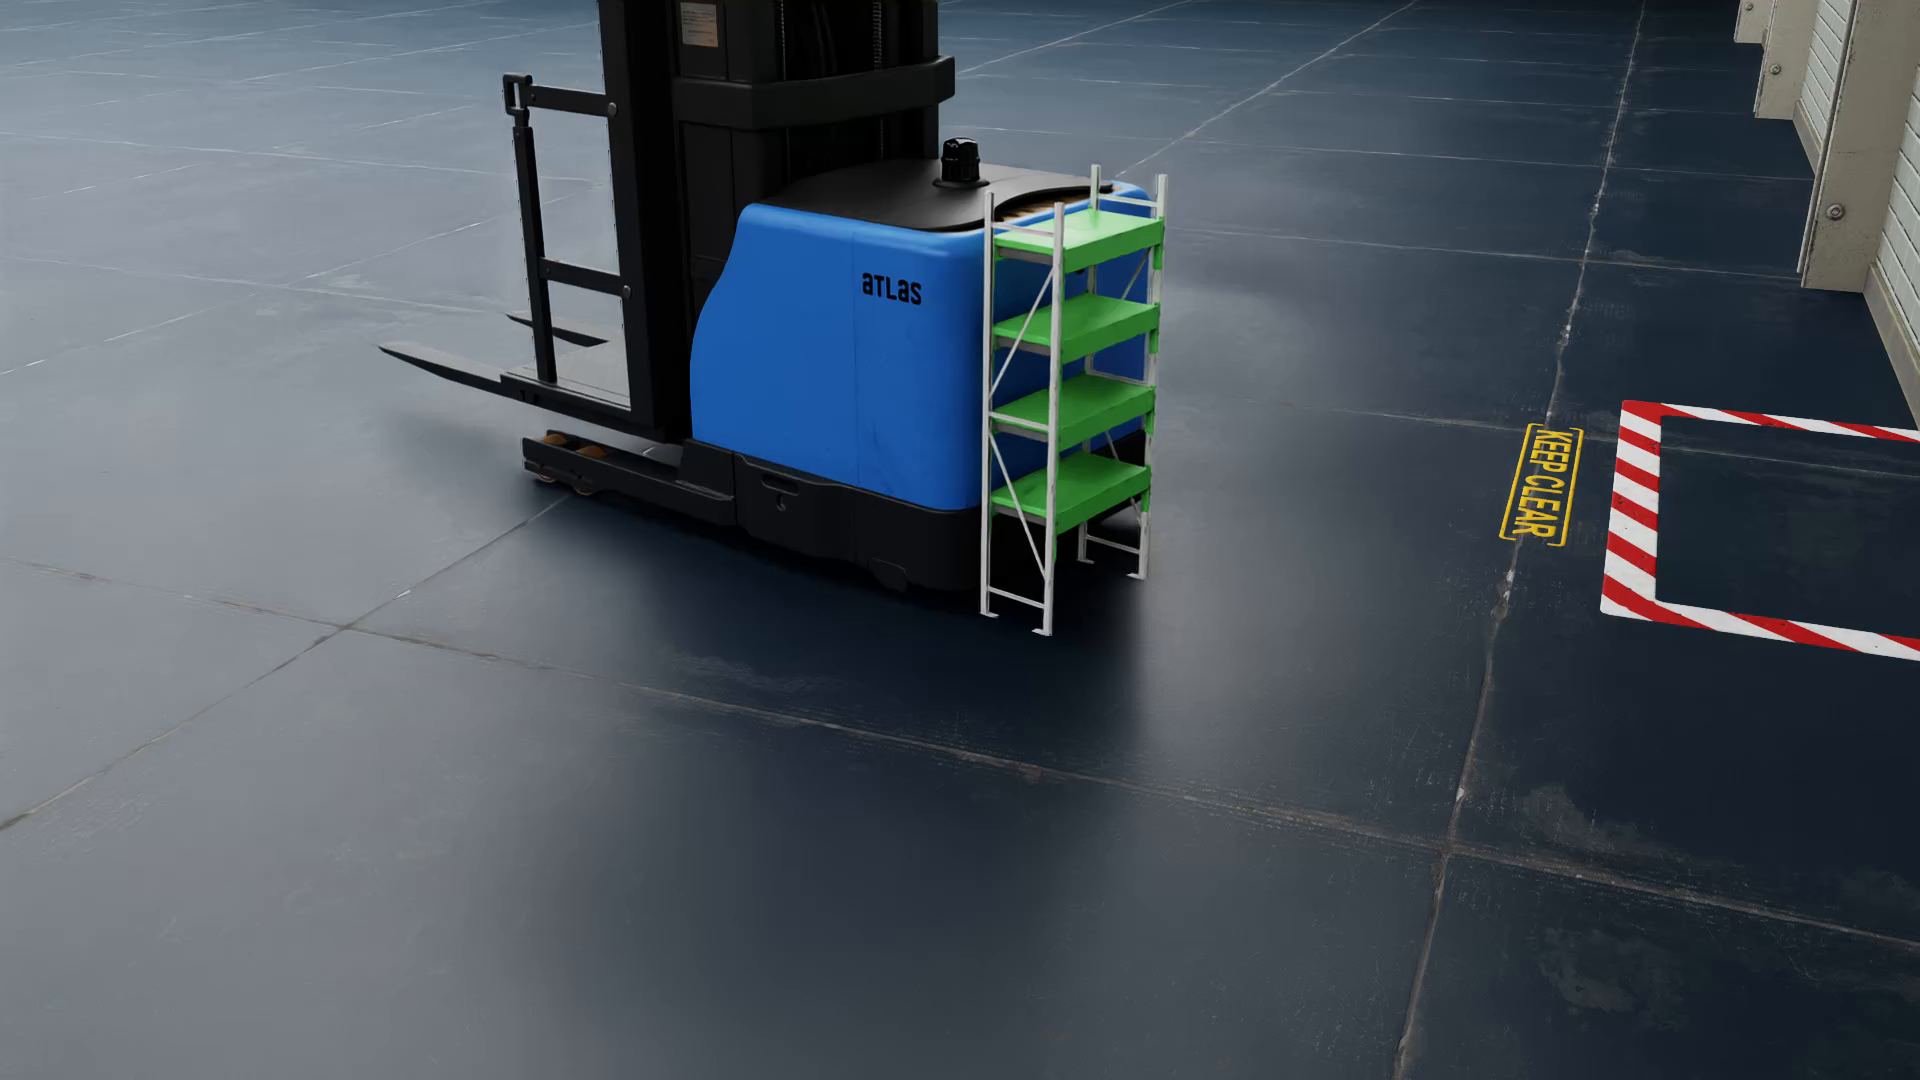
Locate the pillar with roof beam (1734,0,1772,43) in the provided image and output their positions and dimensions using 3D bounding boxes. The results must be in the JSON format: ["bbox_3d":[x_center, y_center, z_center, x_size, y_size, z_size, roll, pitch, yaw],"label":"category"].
[{"bbox_3d":[4.853,-10.364,18.387,9.100,9.000,0.400,9,24,20],"label":"pillar with roof beam"}]

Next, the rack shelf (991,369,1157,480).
[{"bbox_3d":[0.311,-0.330,4.648,0.258,0.148,0.480,17,28,35],"label":"rack shelf"}]

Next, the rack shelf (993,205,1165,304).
[{"bbox_3d":[0.313,-0.773,4.461,0.258,0.148,0.480,17,28,35],"label":"rack shelf"}]

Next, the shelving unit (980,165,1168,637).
[{"bbox_3d":[0.311,-0.389,4.623,0.258,1.200,0.503,17,28,35],"label":"shelving unit"}]

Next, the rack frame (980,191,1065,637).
[{"bbox_3d":[0.160,-0.315,4.446,0.240,1.200,0.015,17,28,35],"label":"rack frame"}]

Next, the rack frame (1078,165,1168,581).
[{"bbox_3d":[0.462,-0.463,4.800,0.240,1.200,0.015,17,28,35],"label":"rack frame"}]

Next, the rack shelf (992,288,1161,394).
[{"bbox_3d":[0.312,-0.551,4.554,0.258,0.148,0.480,17,28,35],"label":"rack shelf"}]

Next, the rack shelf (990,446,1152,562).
[{"bbox_3d":[0.310,-0.109,4.741,0.258,0.148,0.480,17,28,35],"label":"rack shelf"}]

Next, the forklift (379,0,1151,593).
[{"bbox_3d":[-0.875,-1.644,5.383,3.031,2.935,1.130,17,28,35],"label":"forklift"}]

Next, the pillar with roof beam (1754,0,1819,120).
[{"bbox_3d":[2.624,-8.217,13.246,9.100,9.000,0.400,9,24,20],"label":"pillar with roof beam"}]

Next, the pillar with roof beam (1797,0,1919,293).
[{"bbox_3d":[0.395,-6.070,8.106,9.100,9.000,0.400,9,24,20],"label":"pillar with roof beam"}]
